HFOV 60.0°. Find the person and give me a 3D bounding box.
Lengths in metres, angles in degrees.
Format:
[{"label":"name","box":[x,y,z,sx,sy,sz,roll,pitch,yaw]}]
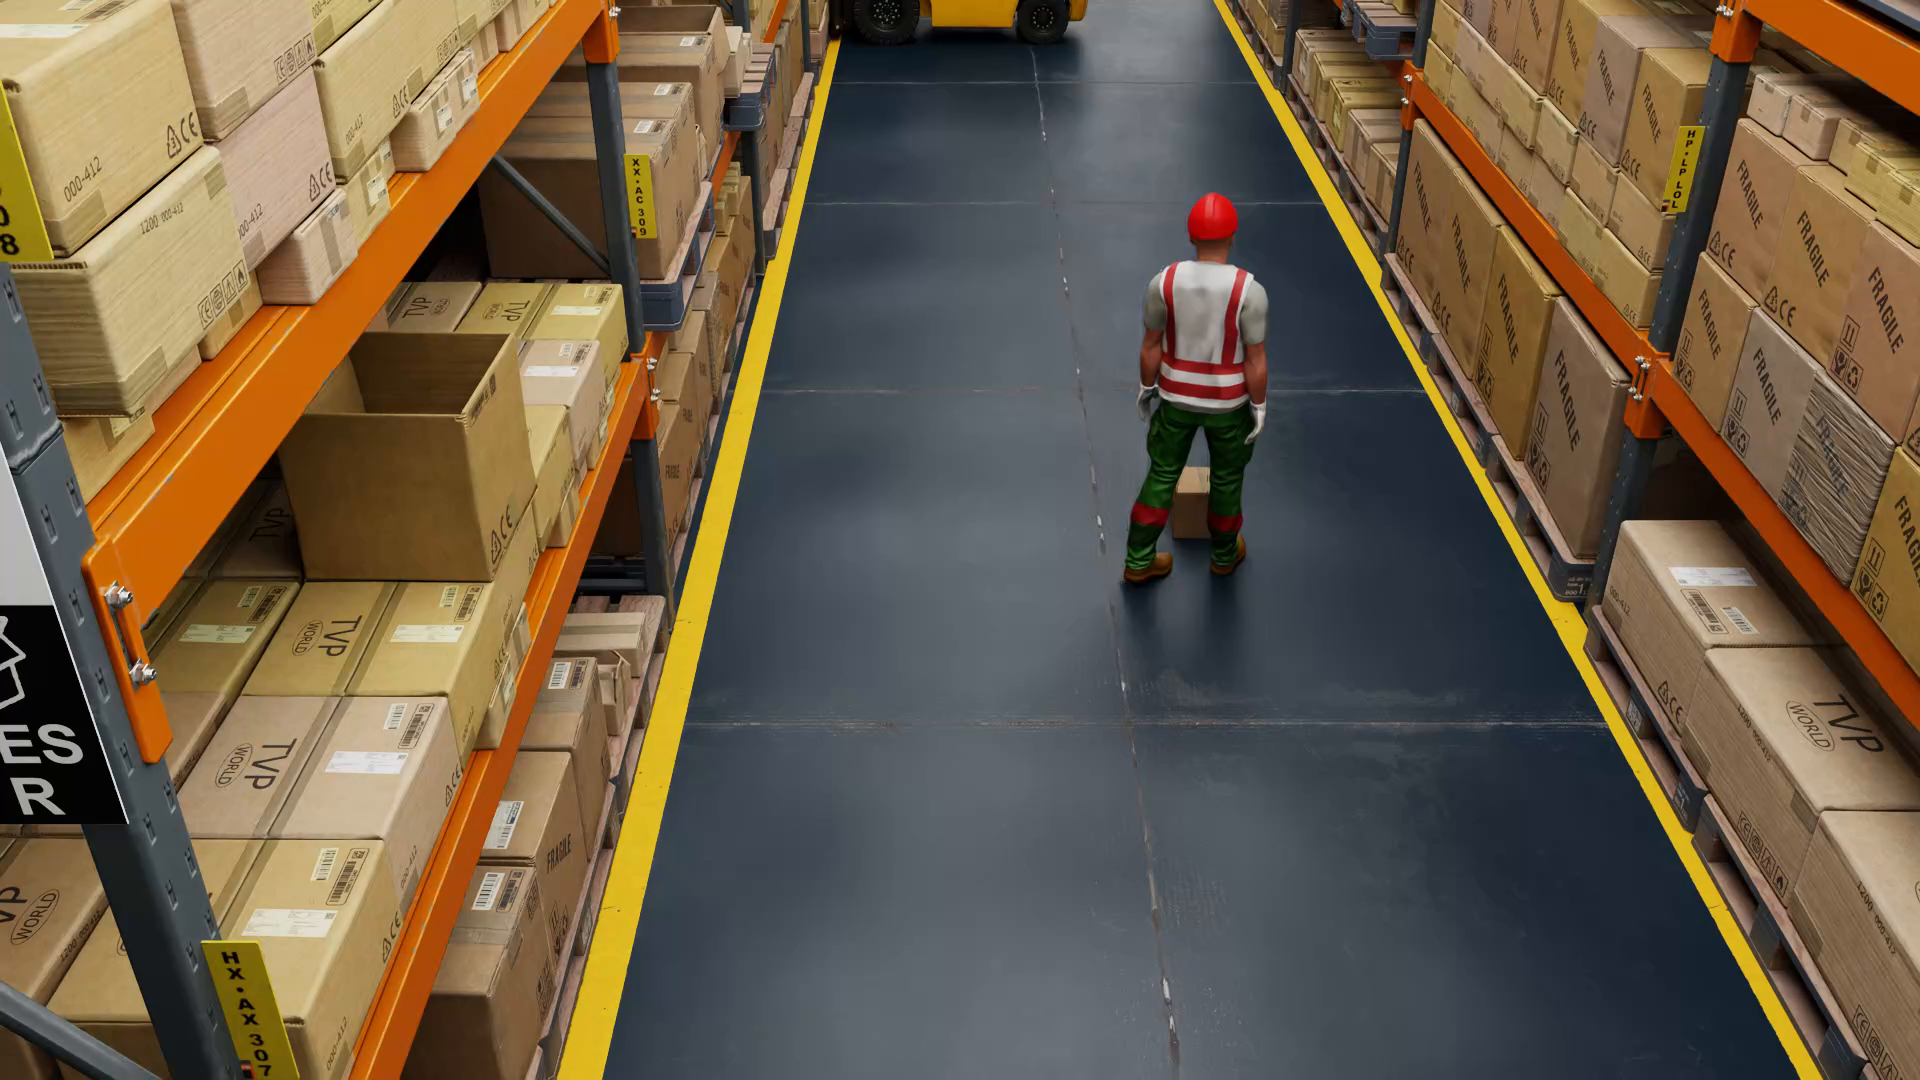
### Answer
[{"label":"person","box":[1.057,-0.635,7.147,0.566,1.793,0.555,12,33,19]}]
